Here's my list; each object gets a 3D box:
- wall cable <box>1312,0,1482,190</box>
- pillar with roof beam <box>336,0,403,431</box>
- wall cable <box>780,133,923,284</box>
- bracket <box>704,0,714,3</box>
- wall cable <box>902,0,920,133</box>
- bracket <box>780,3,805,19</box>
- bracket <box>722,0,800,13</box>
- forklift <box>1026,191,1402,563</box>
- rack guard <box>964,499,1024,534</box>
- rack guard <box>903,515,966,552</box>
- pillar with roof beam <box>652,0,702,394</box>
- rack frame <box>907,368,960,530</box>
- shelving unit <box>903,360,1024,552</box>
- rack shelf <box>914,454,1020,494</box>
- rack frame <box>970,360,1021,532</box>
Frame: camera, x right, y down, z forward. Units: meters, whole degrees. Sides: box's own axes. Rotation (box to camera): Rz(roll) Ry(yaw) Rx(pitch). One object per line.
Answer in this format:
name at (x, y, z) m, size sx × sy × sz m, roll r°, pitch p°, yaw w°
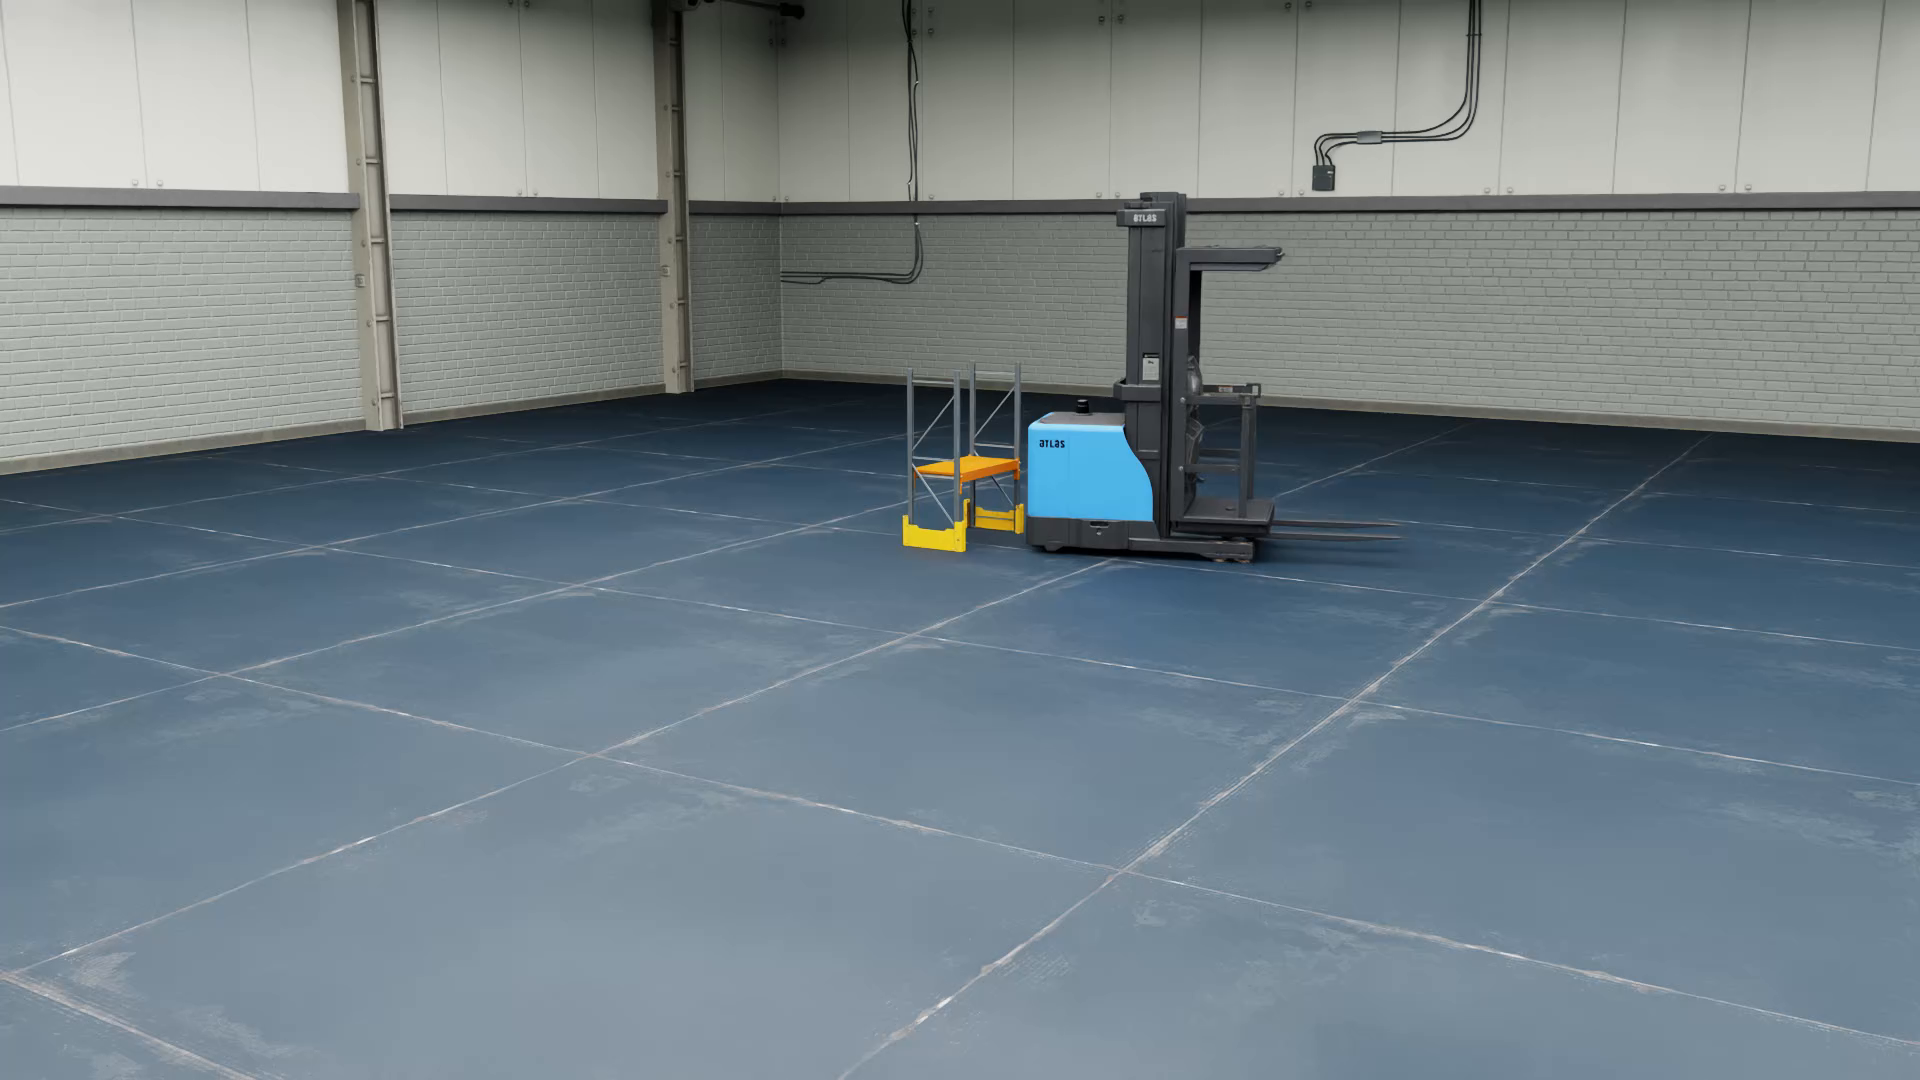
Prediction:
wall cable at (6.144, -7.958, 23.182) m, size 2.305 × 6.003 × 0.169 m, roll 6°, pitch 12°, yaw 31°
pillar with roof beam at (-4.057, -5.504, 19.316) m, size 9.100 × 9.000 × 0.400 m, roll 6°, pitch 12°, yaw 31°
wall cable at (-1.962, -5.670, 28.639) m, size 3.097 × 2.526 × 0.112 m, roll 6°, pitch 12°, yaw 31°
bracket at (-4.102, -8.660, 26.389) m, size 0.235 × 0.232 × 0.430 m, roll 6°, pitch 12°, yaw 31°
wall cable at (0.350, -7.894, 26.794) m, size 3.097 × 2.526 × 0.112 m, roll 6°, pitch 12°, yaw 31°
bracket at (-2.872, -9.033, 28.380) m, size 0.235 × 0.232 × 0.430 m, roll 6°, pitch 12°, yaw 31°
bracket at (-3.179, -8.940, 27.884) m, size 0.076 × 0.066 × 3.189 m, roll 6°, pitch 12°, yaw 31°
forklift at (2.120, -1.361, 13.673) m, size 3.031 × 2.935 × 1.130 m, roll 2°, pitch 11°, yaw 13°
rack guard at (0.298, -0.213, 14.828) m, size 0.587 × 0.250 × 0.087 m, roll 6°, pitch 12°, yaw 31°
rack guard at (-0.219, -0.057, 13.991) m, size 0.587 × 0.250 × 0.087 m, roll 6°, pitch 12°, yaw 31°
pillar with roof beam at (-0.942, -6.448, 24.356) m, size 9.100 × 9.000 × 0.548 m, roll 6°, pitch 12°, yaw 31°
rack frame at (-0.220, -0.671, 13.875) m, size 0.500 × 1.500 × 0.032 m, roll 6°, pitch 12°, yaw 31°
shelving unit at (0.040, -0.749, 14.295) m, size 0.587 × 1.500 × 1.083 m, roll 6°, pitch 12°, yaw 31°
rack shelf at (0.044, -0.574, 14.335) m, size 0.538 × 0.185 × 1.000 m, roll 6°, pitch 12°, yaw 31°
rack frame at (0.308, -0.831, 14.729) m, size 0.500 × 1.500 × 0.032 m, roll 6°, pitch 12°, yaw 31°
